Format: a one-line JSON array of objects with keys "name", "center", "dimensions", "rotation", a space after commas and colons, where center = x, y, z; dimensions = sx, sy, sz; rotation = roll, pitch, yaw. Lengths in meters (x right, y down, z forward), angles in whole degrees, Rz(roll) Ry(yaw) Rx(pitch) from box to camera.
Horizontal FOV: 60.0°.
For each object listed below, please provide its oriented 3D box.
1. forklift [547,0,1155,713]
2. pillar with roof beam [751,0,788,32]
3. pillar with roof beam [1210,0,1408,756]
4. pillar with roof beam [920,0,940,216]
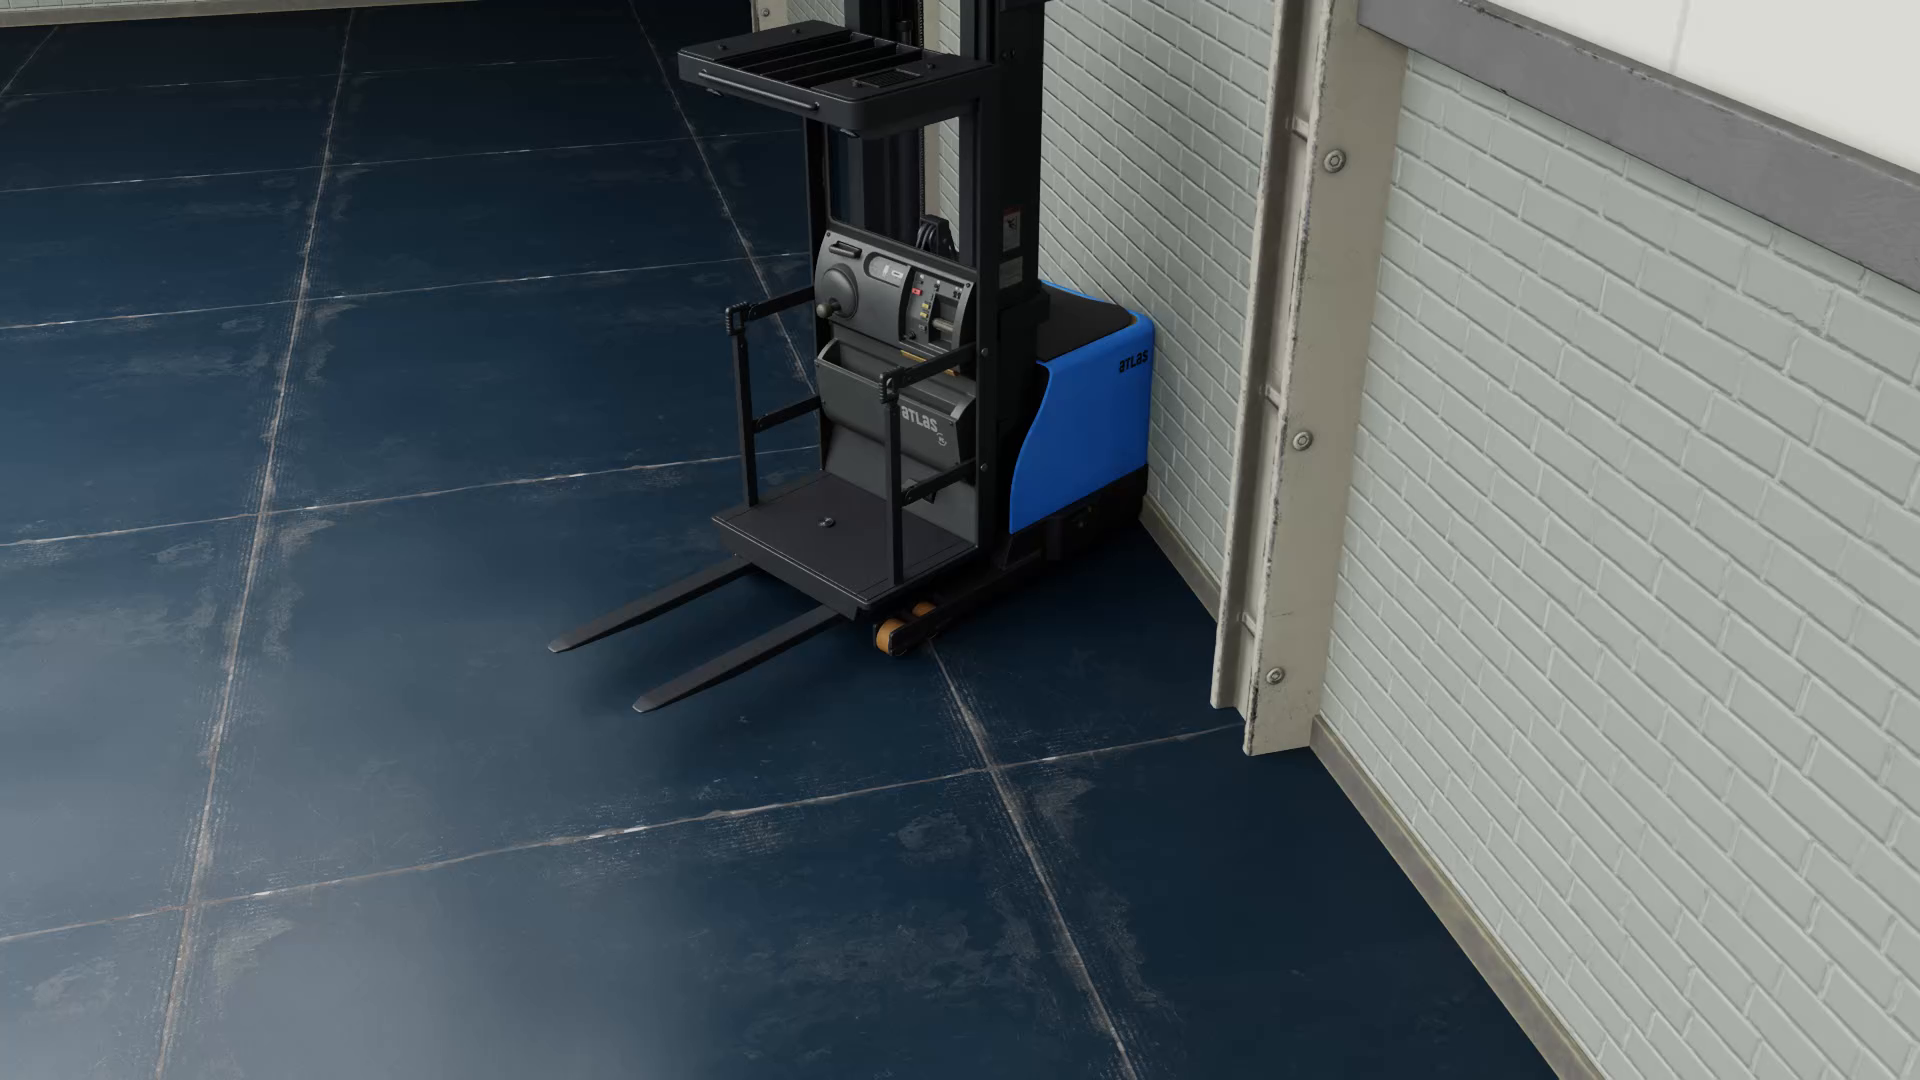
[{"name": "forklift", "center": [-0.444, -1.044, 7.129], "dimensions": [1.130, 2.935, 3.031], "rotation": [26, 39, 38]}, {"name": "pillar with roof beam", "center": [-6.074, -8.358, 13.707], "dimensions": [9.100, 9.000, 0.400], "rotation": [-8, 31, -13]}, {"name": "pillar with roof beam", "center": [-2.889, -2.562, 3.694], "dimensions": [9.100, 9.000, 0.400], "rotation": [-8, 31, -13]}, {"name": "pillar with roof beam", "center": [-4.481, -5.460, 8.700], "dimensions": [9.100, 9.000, 0.400], "rotation": [-8, 31, -13]}]
